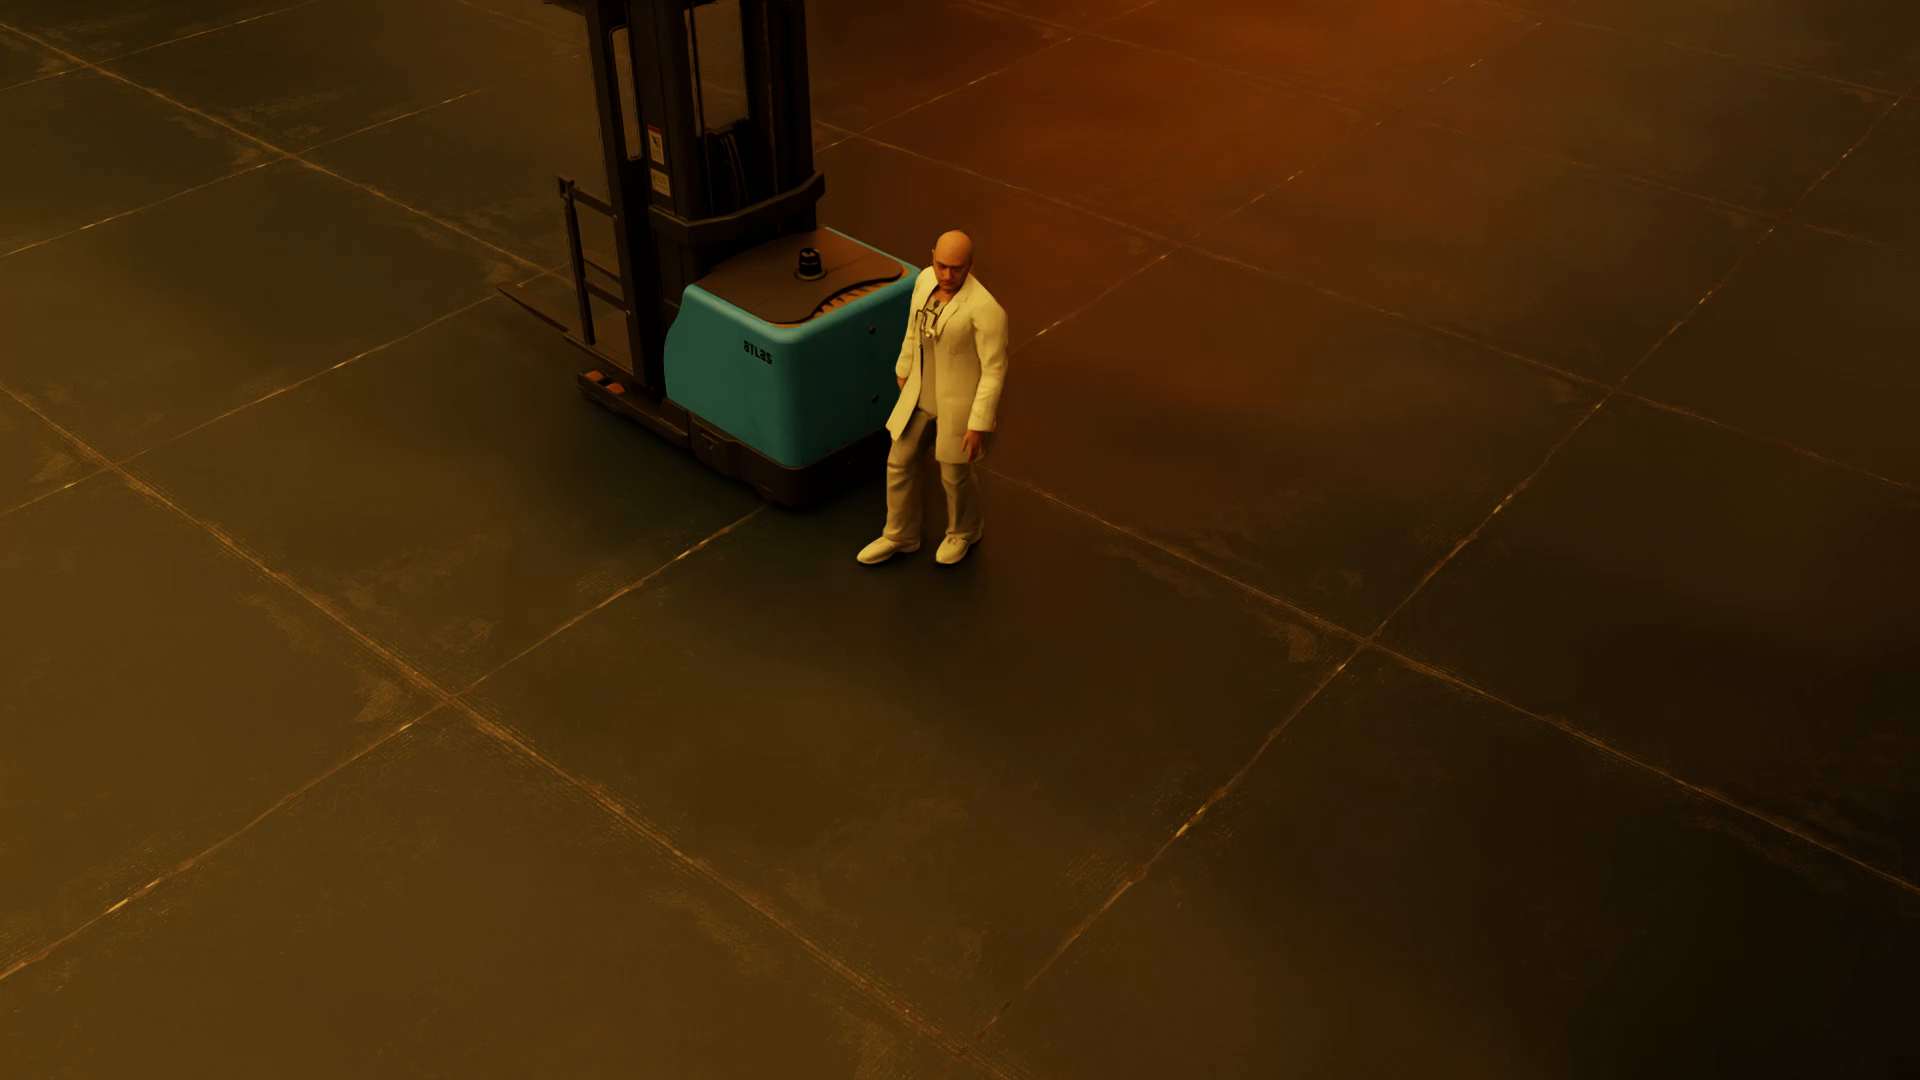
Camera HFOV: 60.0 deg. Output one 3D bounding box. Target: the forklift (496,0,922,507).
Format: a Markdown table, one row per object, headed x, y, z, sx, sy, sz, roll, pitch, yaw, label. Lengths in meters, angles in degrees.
| x | y | z | sx | sy | sz | roll | pitch | yaw | label |
| --- | --- | --- | --- | --- | --- | --- | --- | --- | --- |
| -1.564 | -2.112 | 8.922 | 3.031 | 2.935 | 1.130 | 30 | 45 | 34 | forklift |

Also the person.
| x | y | z | sx | sy | sz | roll | pitch | yaw | label |
| --- | --- | --- | --- | --- | --- | --- | --- | --- | --- |
| -0.122 | -0.614 | 7.860 | 0.752 | 1.764 | 0.657 | 29 | 45 | 34 | person |
